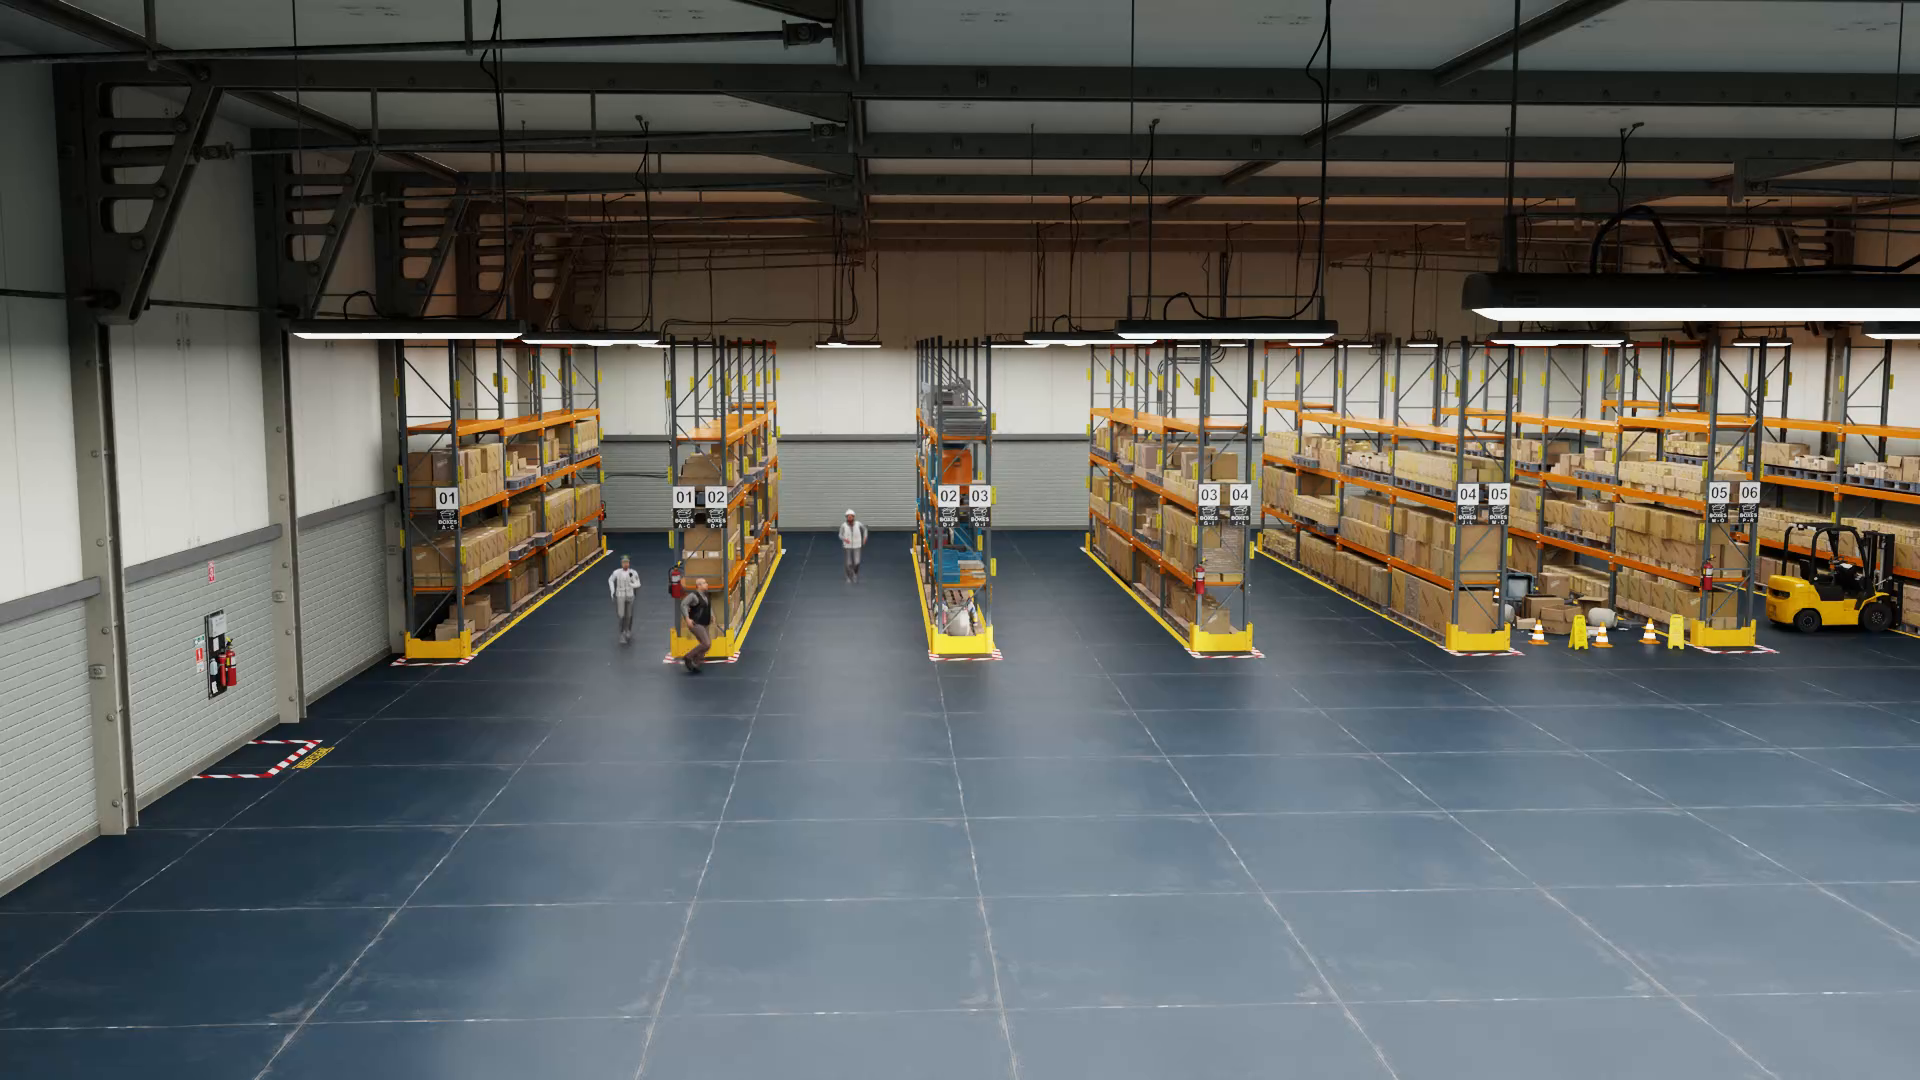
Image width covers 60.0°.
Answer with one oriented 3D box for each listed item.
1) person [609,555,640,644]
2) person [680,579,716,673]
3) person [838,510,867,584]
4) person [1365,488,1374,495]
[{"bbox_3d":[-6.596,1.168,32.793,0.580,1.749,0.729,-2,7,-17],"label":"person"},{"bbox_3d":[-4.618,1.525,29.737,0.522,1.665,0.686,3,7,22],"label":"person"},{"bbox_3d":[-2.492,0.168,38.719,0.678,1.748,0.760,0,7,-4],"label":"person"},{"bbox_3d":[12.174,-0.733,49.332,0.800,1.728,0.583,0,6,0],"label":"person"}]
